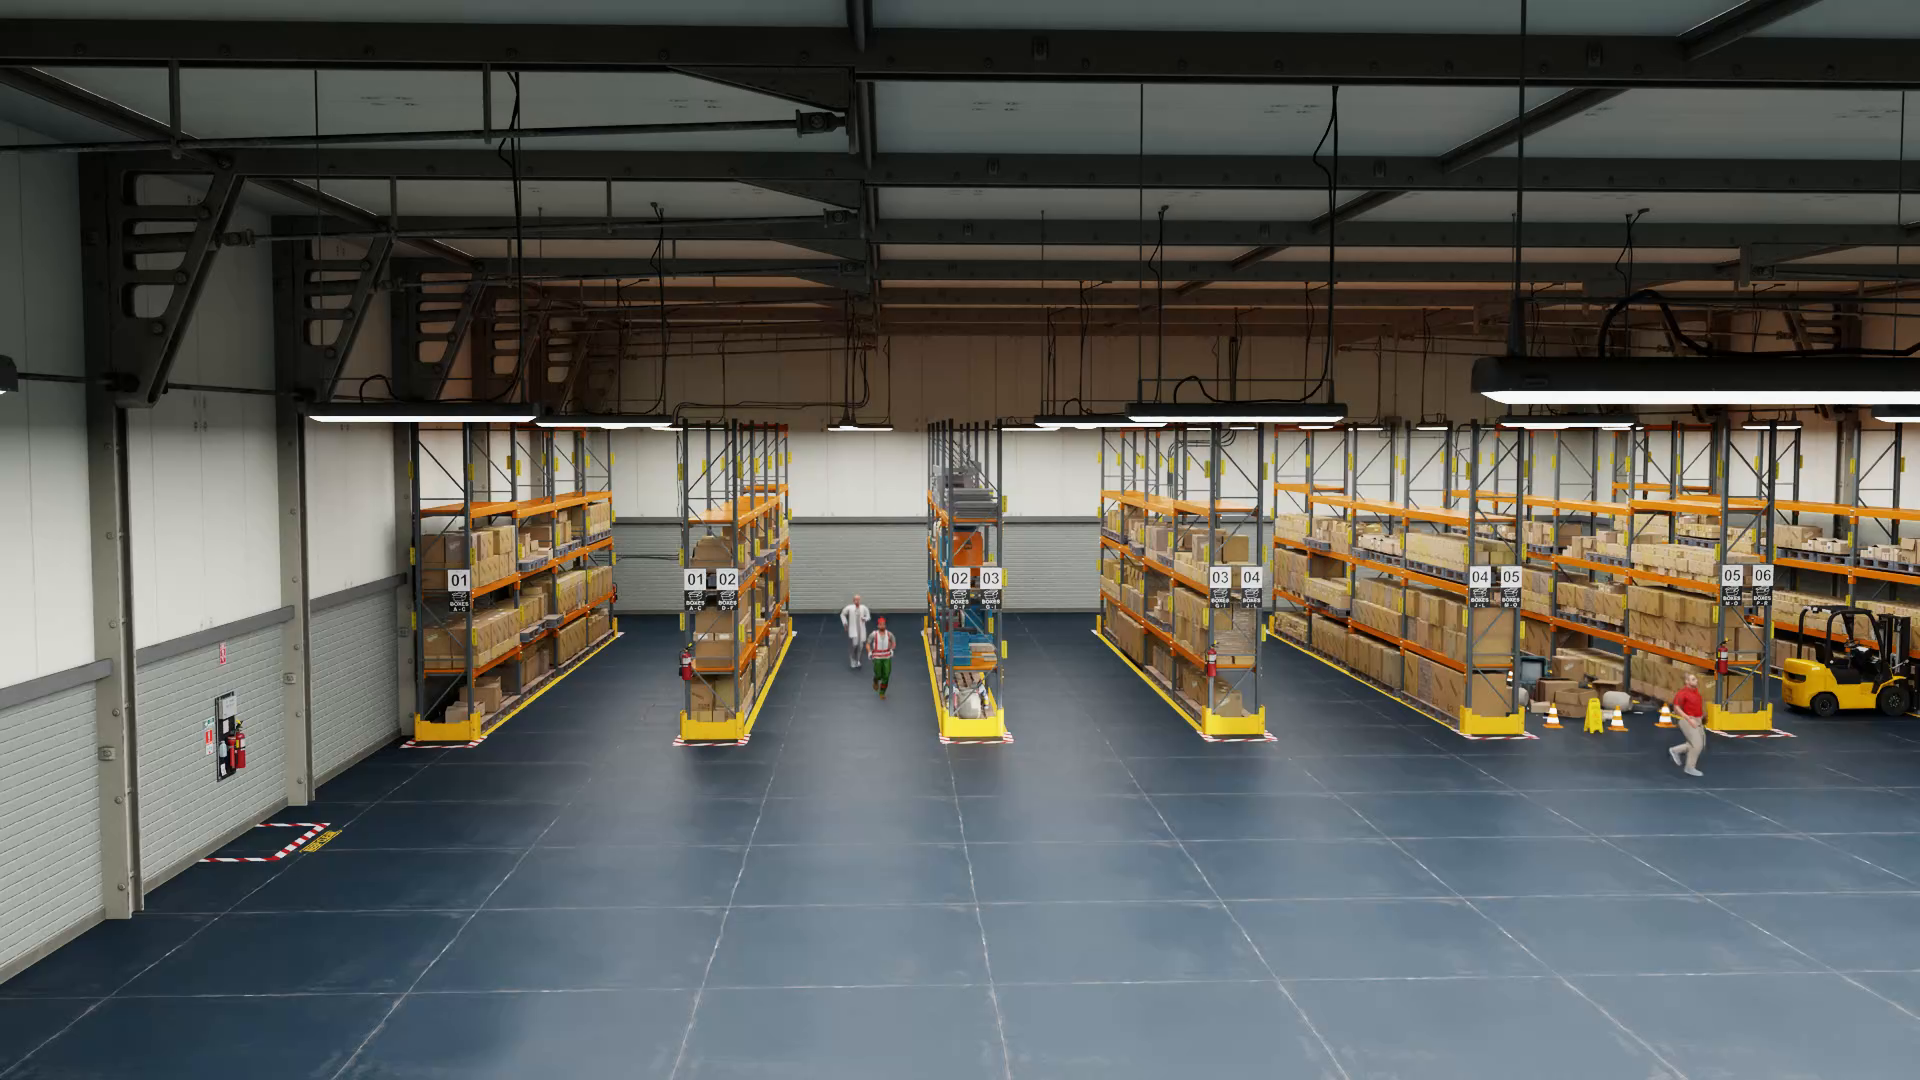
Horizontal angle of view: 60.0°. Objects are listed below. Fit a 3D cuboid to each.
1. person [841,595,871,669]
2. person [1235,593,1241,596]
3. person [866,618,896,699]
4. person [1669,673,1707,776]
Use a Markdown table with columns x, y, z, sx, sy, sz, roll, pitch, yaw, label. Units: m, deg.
| x | y | z | sx | sy | sz | roll | pitch | yaw | label |
| --- | --- | --- | --- | --- | --- | --- | --- | --- | --- |
| -2.513 | 2.244 | 40.570 | 0.673 | 1.800 | 0.773 | -1 | 4 | -18 | person |
| 7.724 | 1.767 | 47.718 | 0.750 | 1.777 | 0.979 | 2 | 4 | 27 | person |
| -1.691 | 2.556 | 35.992 | 0.657 | 1.743 | 0.605 | -1 | 4 | -14 | person |
| 12.277 | 3.093 | 28.046 | 0.658 | 1.702 | 0.591 | -3 | 5 | -41 | person |
